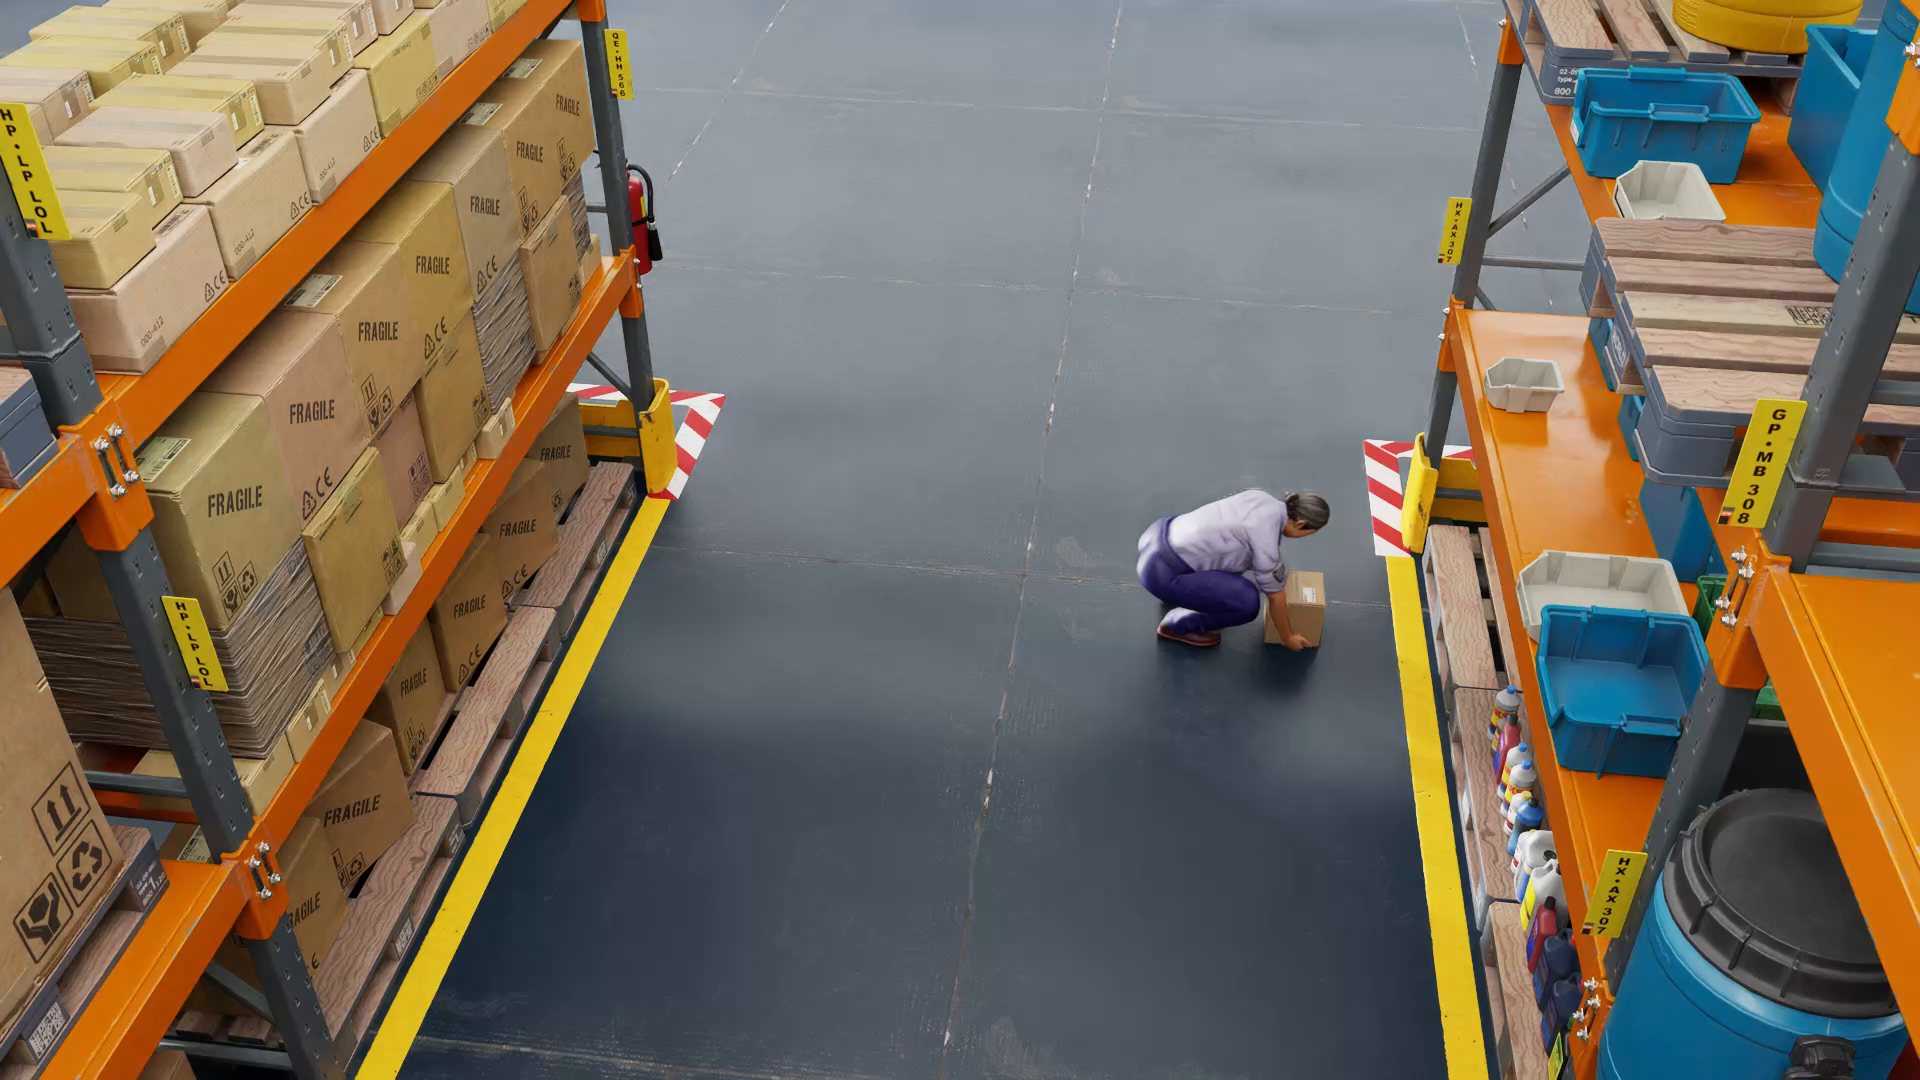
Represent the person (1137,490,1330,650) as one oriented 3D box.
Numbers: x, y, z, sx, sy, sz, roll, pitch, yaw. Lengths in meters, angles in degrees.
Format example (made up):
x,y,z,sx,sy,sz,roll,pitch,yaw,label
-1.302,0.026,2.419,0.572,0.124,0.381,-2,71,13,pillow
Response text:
x,y,z,sx,sy,sz,roll,pitch,yaw,label
1.247,0.117,7.712,0.847,0.804,0.527,4,37,6,person
